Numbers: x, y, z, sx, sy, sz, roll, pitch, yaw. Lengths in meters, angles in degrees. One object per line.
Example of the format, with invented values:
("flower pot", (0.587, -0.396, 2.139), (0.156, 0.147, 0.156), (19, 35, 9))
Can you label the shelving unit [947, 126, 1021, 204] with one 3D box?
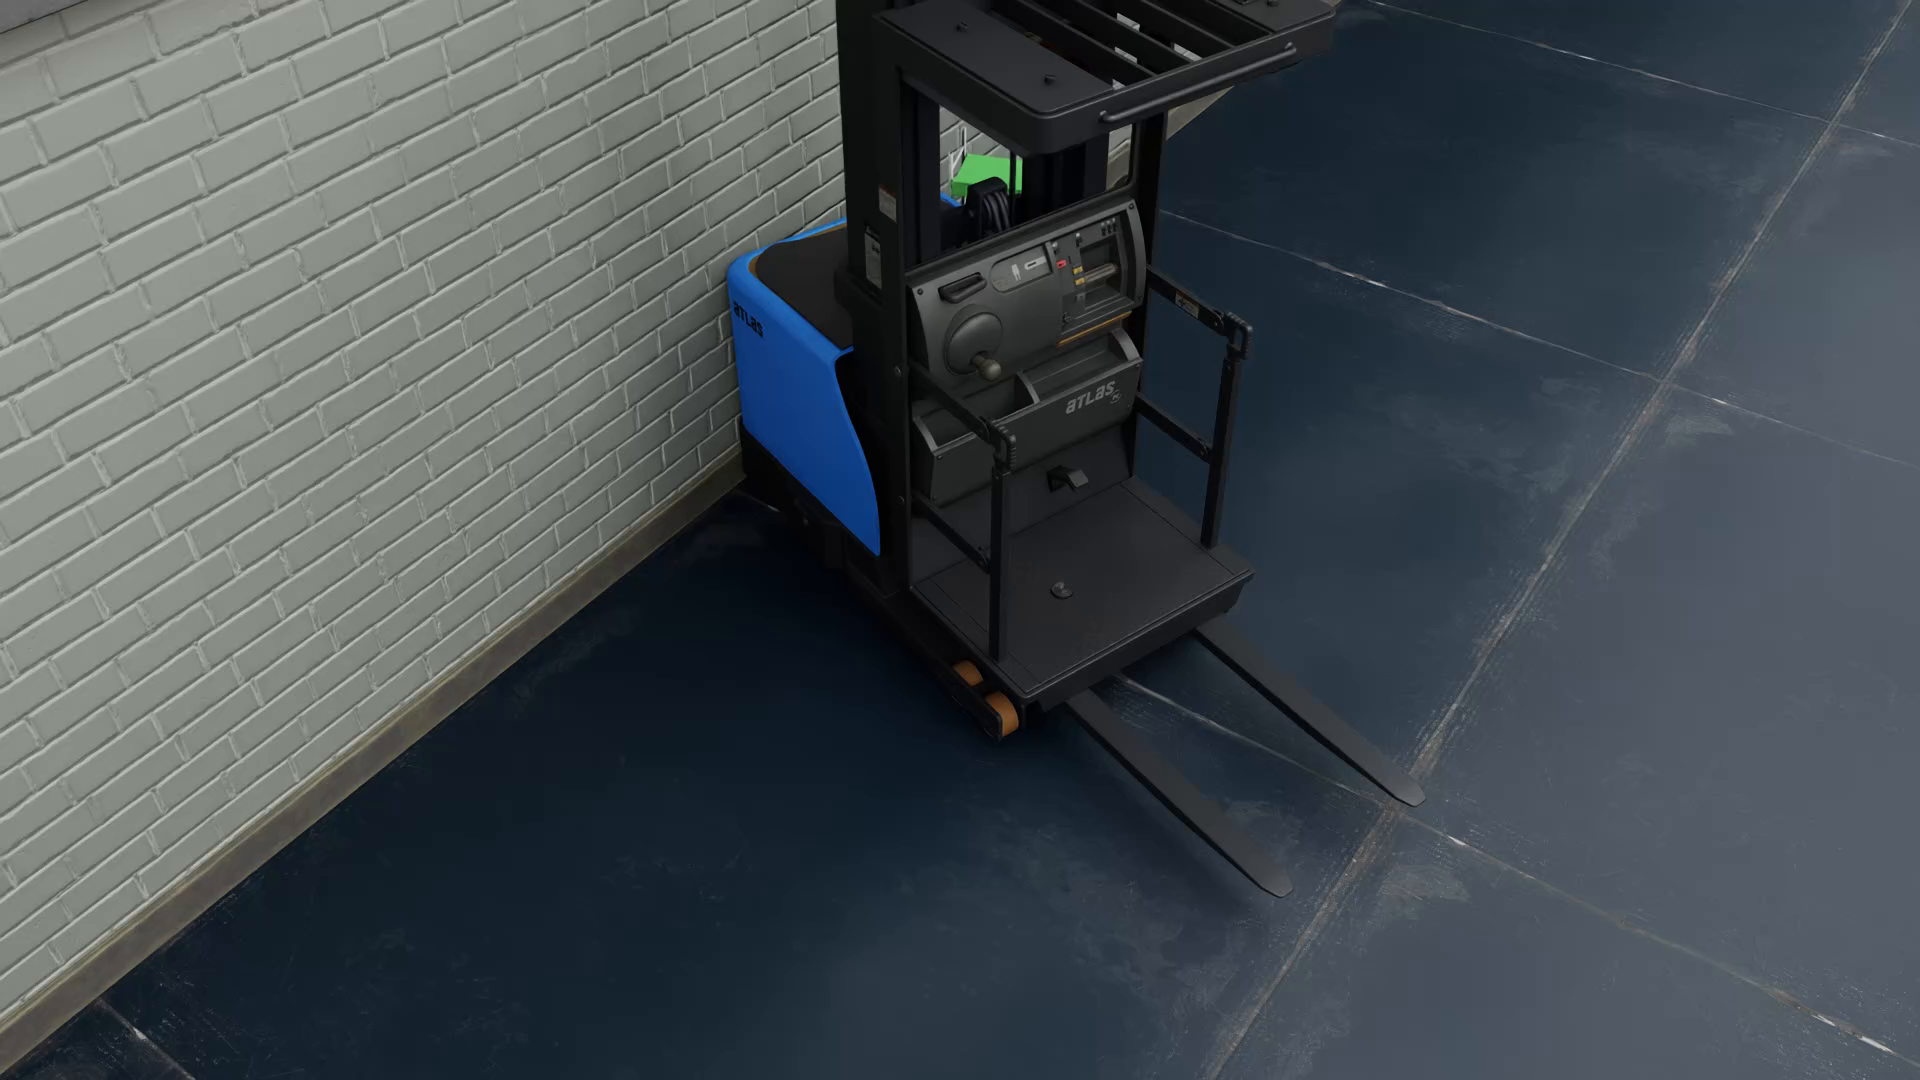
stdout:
("shelving unit", (0.221, -1.141, 7.125), (0.503, 1.200, 0.258), (9, 42, 10))

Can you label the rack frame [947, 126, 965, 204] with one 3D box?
("rack frame", (-0.015, -1.181, 7.169), (0.015, 1.200, 0.240), (9, 42, 10))

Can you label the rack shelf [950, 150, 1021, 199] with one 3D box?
("rack shelf", (0.222, -1.452, 6.848), (0.480, 0.148, 0.258), (9, 42, 10))

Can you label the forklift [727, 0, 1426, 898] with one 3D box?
("forklift", (0.370, -0.757, 5.398), (1.130, 2.935, 3.031), (-26, 48, -26))
